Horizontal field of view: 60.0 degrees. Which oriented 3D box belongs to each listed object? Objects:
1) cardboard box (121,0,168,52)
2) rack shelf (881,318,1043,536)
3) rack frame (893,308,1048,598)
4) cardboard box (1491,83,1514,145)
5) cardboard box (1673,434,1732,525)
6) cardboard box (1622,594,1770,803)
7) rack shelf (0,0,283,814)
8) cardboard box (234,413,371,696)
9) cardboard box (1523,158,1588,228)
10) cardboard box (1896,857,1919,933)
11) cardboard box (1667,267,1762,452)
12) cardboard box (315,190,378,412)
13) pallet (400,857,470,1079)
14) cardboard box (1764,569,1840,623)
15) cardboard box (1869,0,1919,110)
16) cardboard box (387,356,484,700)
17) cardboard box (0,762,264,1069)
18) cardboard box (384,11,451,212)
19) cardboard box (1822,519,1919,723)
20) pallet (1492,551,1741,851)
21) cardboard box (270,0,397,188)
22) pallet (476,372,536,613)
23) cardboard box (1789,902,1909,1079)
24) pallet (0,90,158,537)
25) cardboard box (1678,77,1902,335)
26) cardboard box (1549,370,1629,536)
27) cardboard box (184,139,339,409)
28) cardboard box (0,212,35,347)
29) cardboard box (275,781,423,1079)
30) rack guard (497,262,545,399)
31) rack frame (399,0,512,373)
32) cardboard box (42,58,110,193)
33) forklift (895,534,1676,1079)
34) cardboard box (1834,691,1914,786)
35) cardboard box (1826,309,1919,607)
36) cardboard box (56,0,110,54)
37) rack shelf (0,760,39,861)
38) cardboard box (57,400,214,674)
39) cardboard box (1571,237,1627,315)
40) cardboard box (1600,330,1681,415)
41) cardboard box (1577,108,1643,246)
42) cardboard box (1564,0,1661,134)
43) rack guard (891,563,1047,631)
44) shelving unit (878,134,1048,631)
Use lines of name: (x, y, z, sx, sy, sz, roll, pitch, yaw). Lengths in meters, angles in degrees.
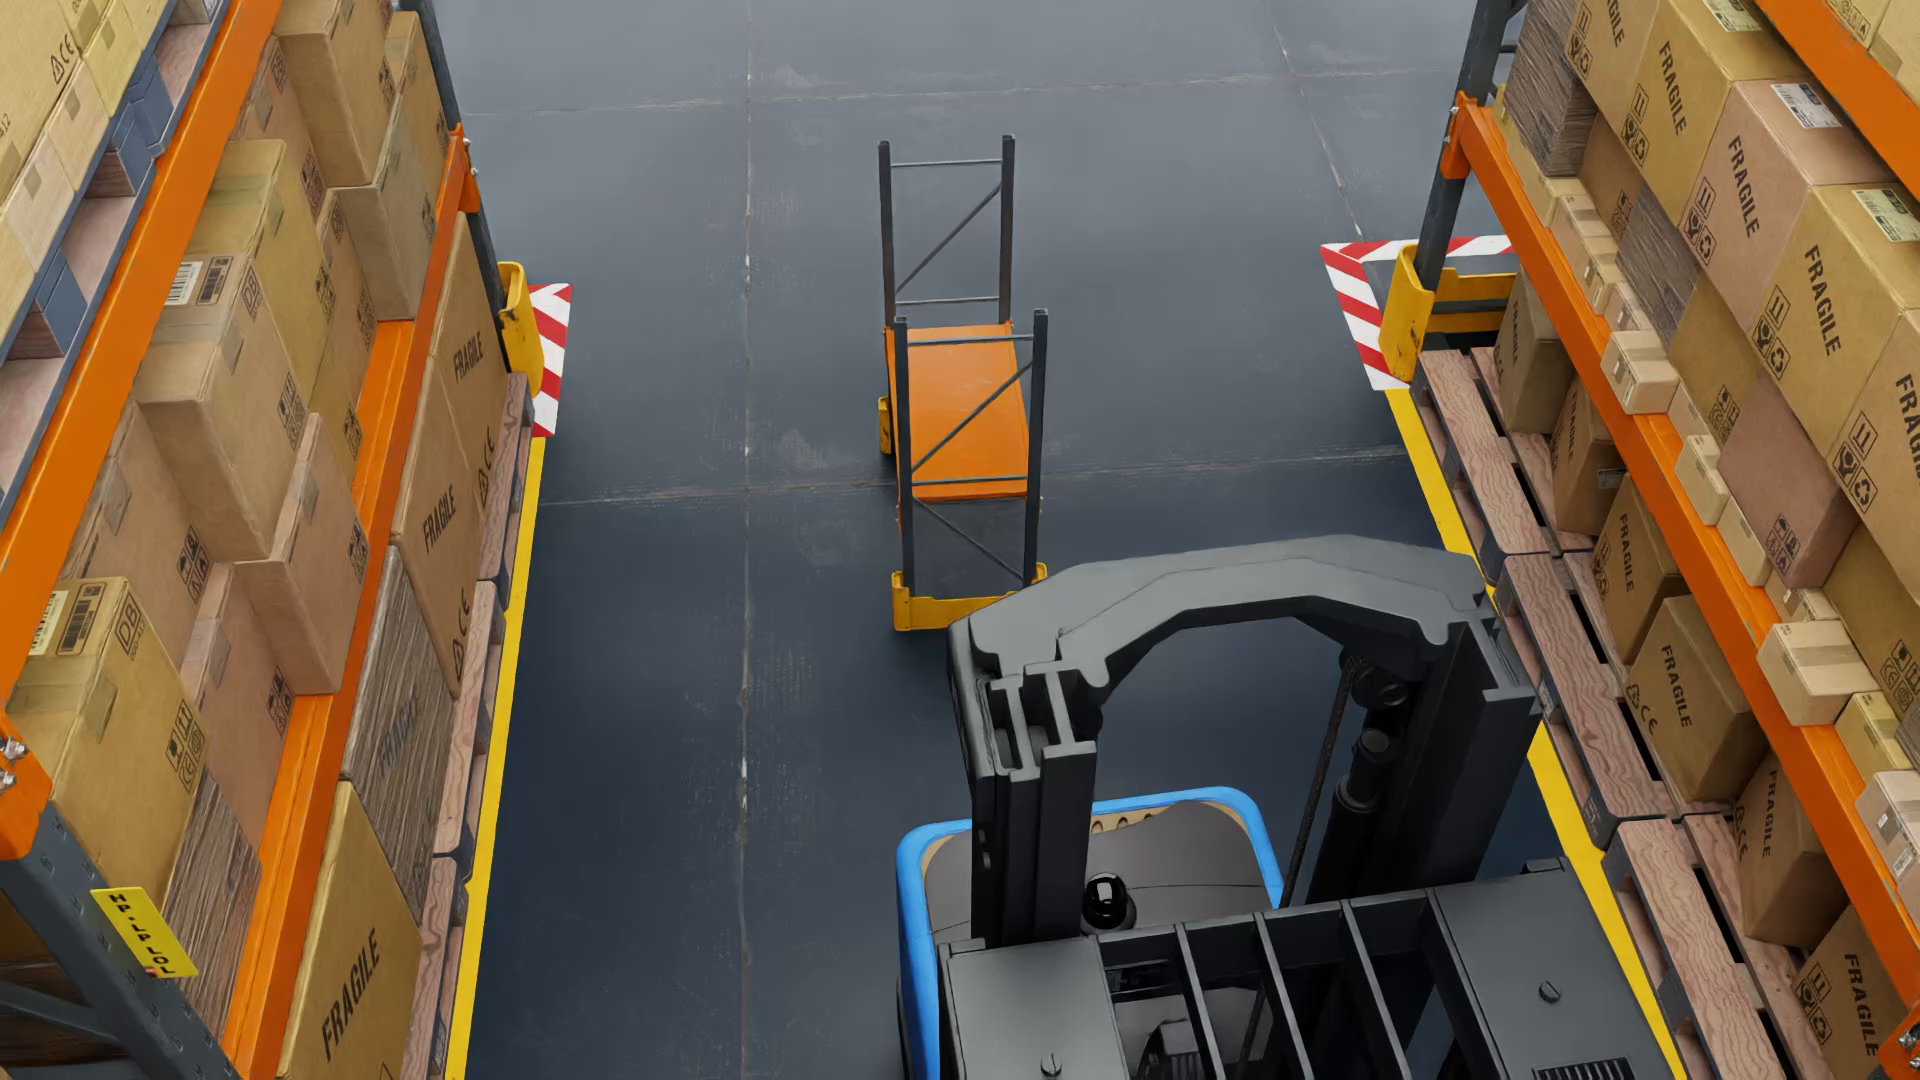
cardboard box: (-1.918, -1.155, 3.527, 0.380, 0.149, 0.250, -3, 47, -3)
rack shelf: (-0.007, -0.454, 6.395, 0.538, 0.185, 1.000, -3, 47, -3)
rack frame: (0.035, -0.210, 5.916, 0.500, 1.500, 0.032, -3, 47, -3)
cardboard box: (2.285, -1.641, 6.411, 0.380, 0.149, 0.250, -3, 47, -3)
cardboard box: (2.411, -0.192, 5.039, 0.380, 0.149, 0.250, -3, 47, -3)
cardboard box: (2.654, 0.511, 5.633, 0.500, 0.500, 0.500, -7, 47, -7)
rack shelf: (-2.285, -1.057, 4.115, 1.077, 0.370, 4.000, -3, 47, -3)
cardboard box: (-2.157, 0.062, 4.522, 0.875, 0.550, 0.550, -3, 47, -3)
cardboard box: (2.293, -1.277, 6.067, 0.380, 0.149, 0.250, -3, 47, -3)
cardboard box: (2.522, 0.895, 4.010, 0.380, 0.149, 0.250, -3, 47, -3)
cardboard box: (2.708, -0.604, 4.982, 0.875, 0.500, 0.500, -3, 47, -3)
cardboard box: (-2.387, -0.696, 5.240, 0.875, 0.550, 0.550, -3, 47, -3)
pallet: (-2.103, 1.578, 5.110, 1.003, 0.211, 1.213, -3, 47, -3)
cardboard box: (2.528, 0.166, 4.700, 0.380, 0.149, 0.250, -3, 47, -3)
cardboard box: (2.454, -1.095, 3.758, 0.500, 0.250, 0.500, -4, 47, -4)
cardboard box: (-2.254, -0.011, 5.868, 0.875, 0.875, 0.875, -4, 47, -4)
cardboard box: (-2.160, 0.856, 3.770, 0.875, 0.550, 0.550, -3, 47, -3)
cardboard box: (-2.376, -1.506, 6.007, 0.875, 0.550, 0.550, -3, 47, -3)
cardboard box: (2.851, 0.116, 4.301, 0.875, 0.500, 0.500, -3, 47, -3)
pallet: (2.637, 0.536, 6.097, 1.003, 0.211, 1.213, -3, 47, -3)
cardboard box: (-2.322, -1.480, 5.238, 0.875, 0.550, 0.550, -3, 47, -3)
pallet: (-2.308, -0.187, 6.782, 1.003, 0.211, 1.213, -3, 47, -3)
cardboard box: (2.840, 1.369, 4.820, 0.500, 0.500, 0.500, -5, 47, -5)
pallet: (-2.176, -0.419, 3.076, 1.003, 0.211, 1.213, -3, 47, -3)
cardboard box: (2.399, -0.929, 4.601, 0.500, 0.500, 0.500, -3, 47, -3)
cardboard box: (2.618, -0.350, 6.448, 0.500, 0.500, 0.500, 8, 47, 7)
cardboard box: (-2.237, -0.691, 4.491, 0.875, 0.550, 0.500, -3, 47, -3)
cardboard box: (-1.833, -0.421, 2.832, 0.380, 0.149, 0.250, -3, 47, -3)
cardboard box: (-2.101, 1.301, 4.626, 0.875, 0.875, 0.875, -3, 47, -3)
rack guard: (-2.455, -0.878, 7.237, 1.175, 0.500, 0.348, -3, 47, -3)
rack frame: (-2.453, -1.720, 6.313, 1.000, 3.000, 0.127, -3, 47, -3)
cardboard box: (-1.873, -0.783, 3.174, 0.380, 0.149, 0.250, -4, 47, -4)
forklift: (0.545, 1.520, 3.291, 1.130, 2.935, 3.031, -6, 47, -6)
cardboard box: (2.550, 0.529, 4.357, 0.380, 0.149, 0.250, -3, 47, -3)
cardboard box: (2.478, -0.205, 3.916, 0.500, 0.500, 0.500, -3, 47, -3)
cardboard box: (-1.966, -1.188, 3.283, 0.500, 0.250, 0.500, -4, 47, -4)
rack shelf: (-1.950, 1.837, 1.374, 1.077, 0.370, 4.000, -3, 47, -3)
cardboard box: (-2.276, 0.091, 3.750, 0.875, 0.550, 0.550, -3, 47, -3)
cardboard box: (2.348, -0.916, 5.725, 0.380, 0.149, 0.250, -3, 47, -3)
cardboard box: (2.314, -0.550, 5.378, 0.380, 0.149, 0.250, -3, 47, -3)
cardboard box: (2.679, -1.331, 5.671, 0.875, 0.500, 0.500, -3, 47, -3)
cardboard box: (2.308, -1.652, 5.286, 0.500, 0.500, 0.500, -3, 47, -3)
rack guard: (0.035, 0.219, 6.370, 0.587, 0.250, 0.087, -3, 47, -3)
shelving unit: (-0.006, -0.571, 6.258, 0.587, 1.500, 1.083, -3, 47, -3)
